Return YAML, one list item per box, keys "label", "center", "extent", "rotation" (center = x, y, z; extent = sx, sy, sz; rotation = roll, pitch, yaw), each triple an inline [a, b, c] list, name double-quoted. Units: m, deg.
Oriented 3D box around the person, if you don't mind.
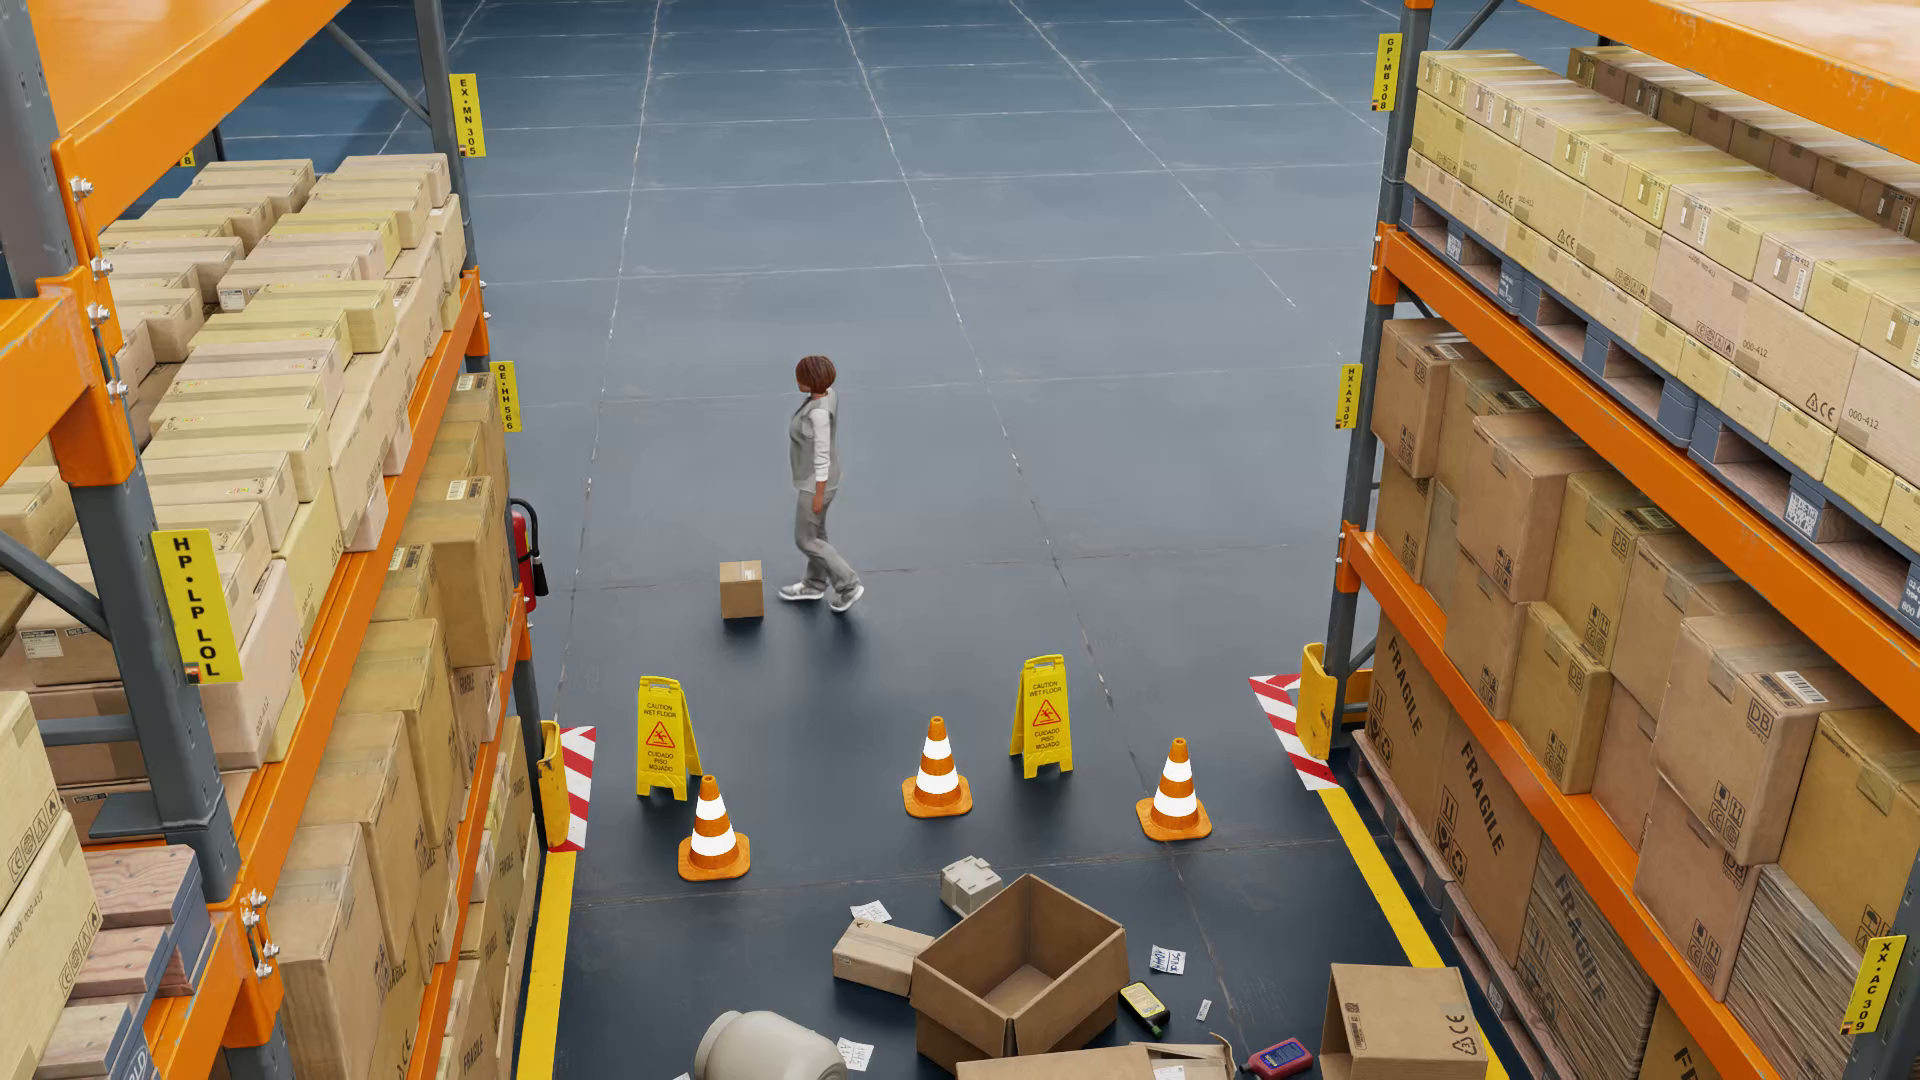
- label: "person"
  center: [-0.835, -0.336, 9.722]
  extent: [0.530, 1.577, 0.446]
  rotation: [1, 28, 1]
